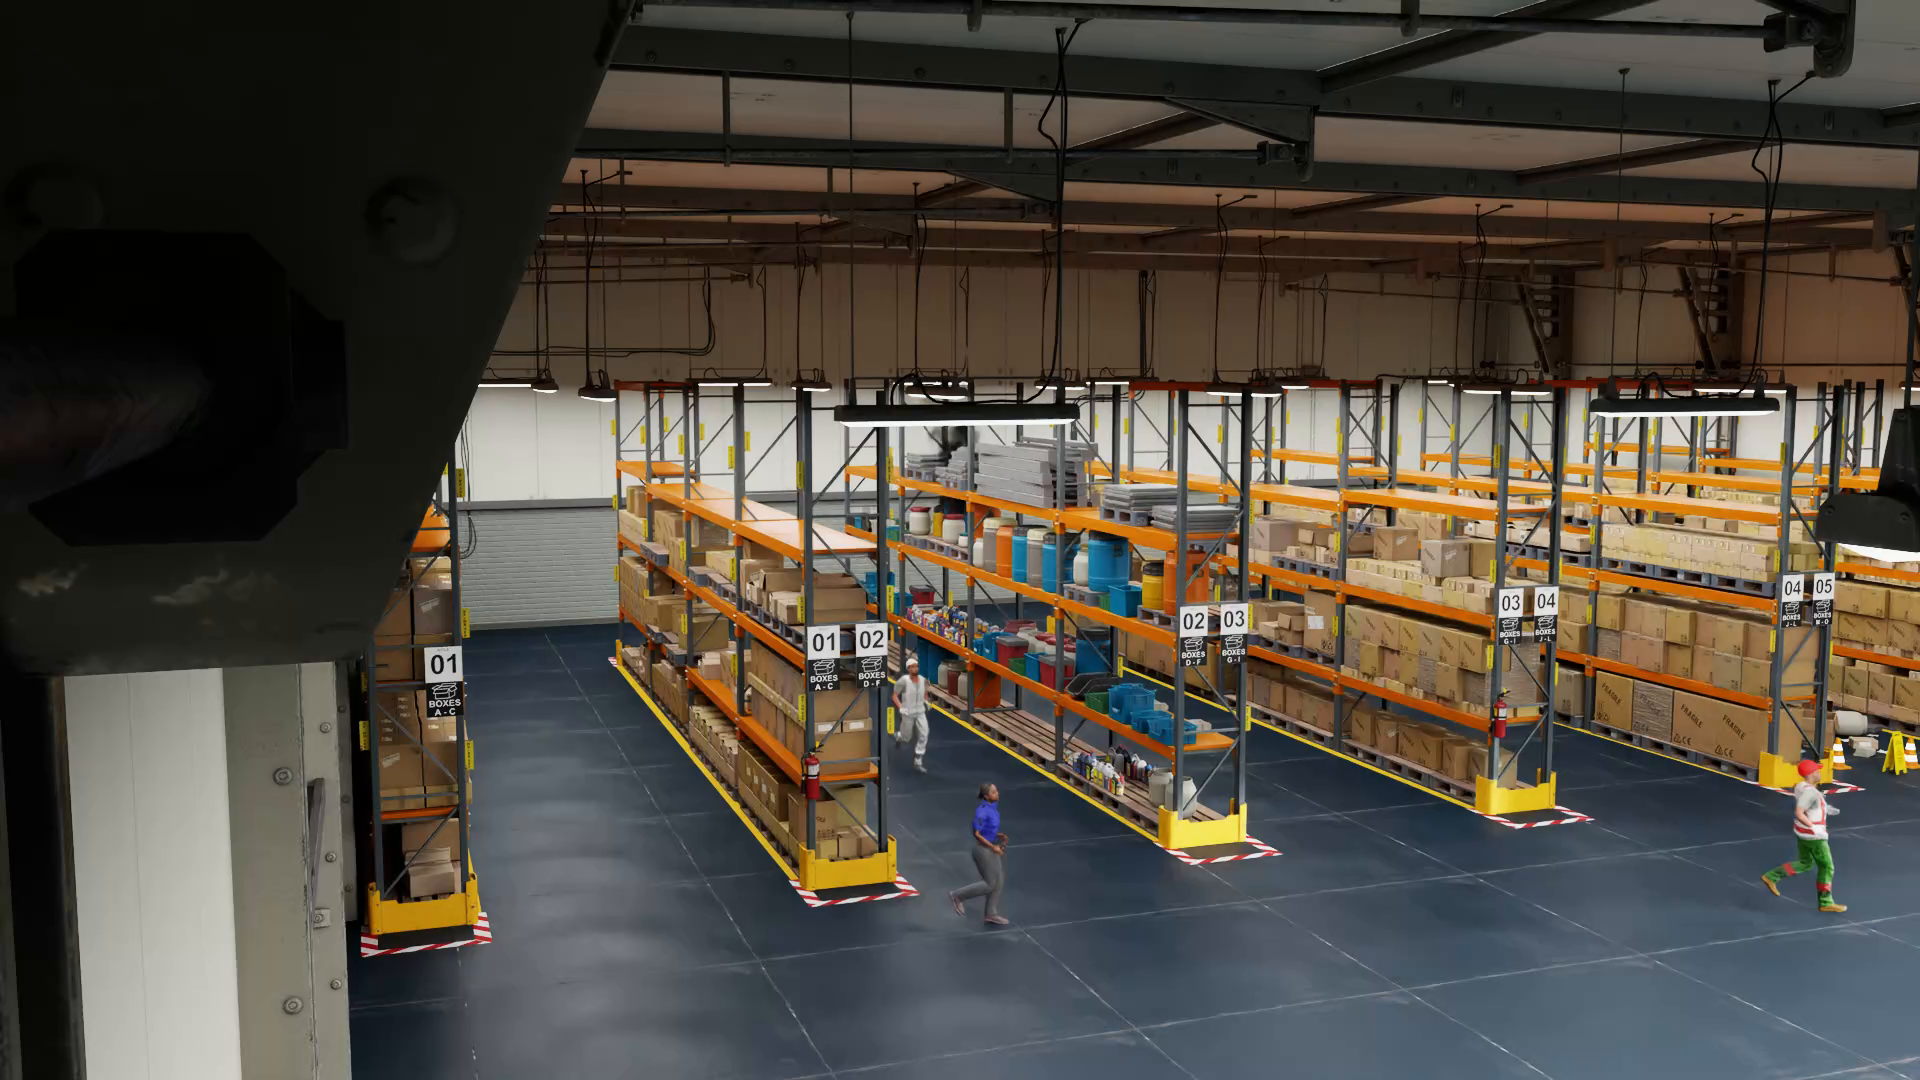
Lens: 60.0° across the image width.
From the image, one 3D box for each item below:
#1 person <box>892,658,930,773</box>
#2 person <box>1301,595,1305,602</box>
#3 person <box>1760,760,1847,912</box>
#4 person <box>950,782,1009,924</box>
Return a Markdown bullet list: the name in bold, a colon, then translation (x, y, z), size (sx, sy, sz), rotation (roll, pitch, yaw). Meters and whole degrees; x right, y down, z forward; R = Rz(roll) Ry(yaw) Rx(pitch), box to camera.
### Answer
- **person**: translation (-0.750, 2.727, 26.101), size (0.642, 1.752, 0.827), rotation (-3, 7, -25)
- **person**: translation (8.851, 1.090, 42.067), size (0.612, 1.623, 0.597), rotation (-1, 6, -13)
- **person**: translation (9.817, 3.416, 19.270), size (0.914, 1.765, 0.670), rotation (2, 6, 14)
- **person**: translation (0.242, 3.545, 18.893), size (0.658, 1.638, 0.581), rotation (1, 6, 11)
